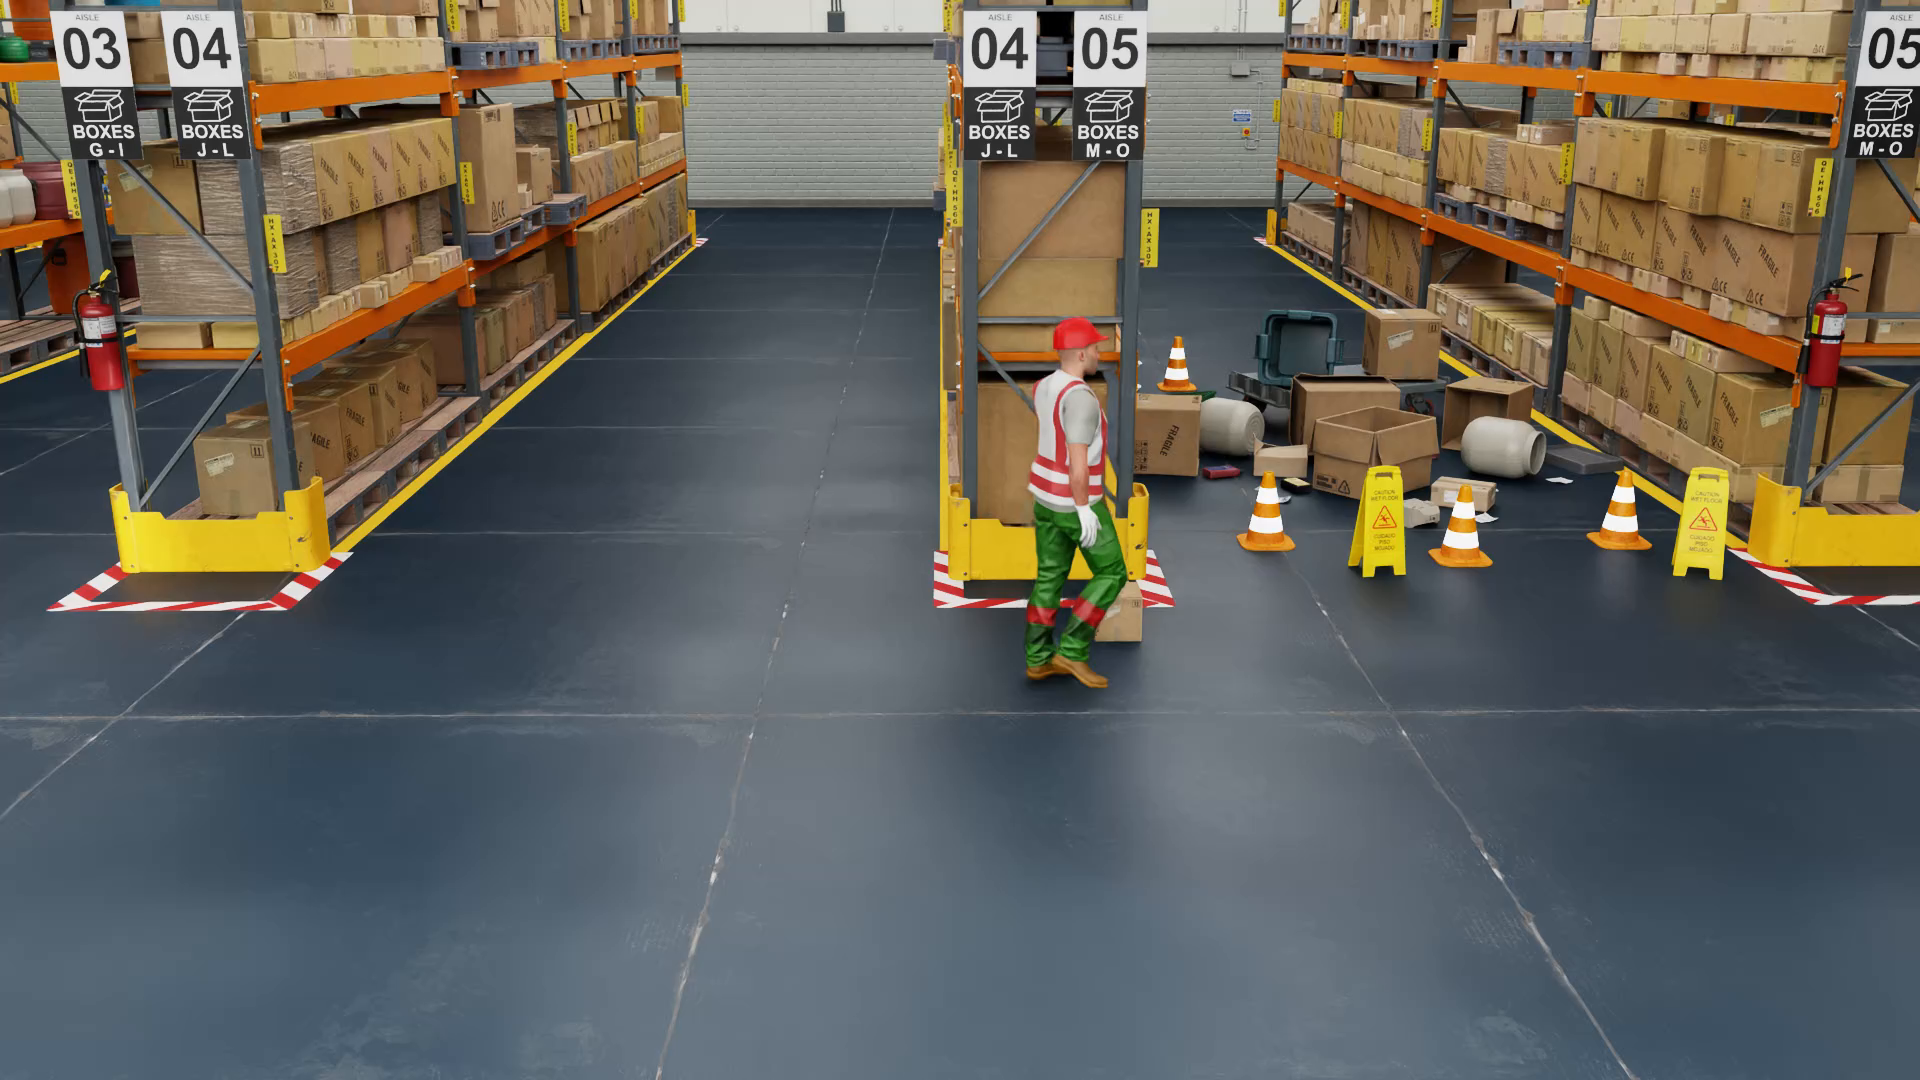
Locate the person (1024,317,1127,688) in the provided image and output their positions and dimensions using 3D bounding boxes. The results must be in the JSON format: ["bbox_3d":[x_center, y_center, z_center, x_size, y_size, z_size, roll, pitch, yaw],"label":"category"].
[{"bbox_3d":[0.540,-0.185,8.034,0.444,1.775,0.581,-8,19,-24],"label":"person"}]
